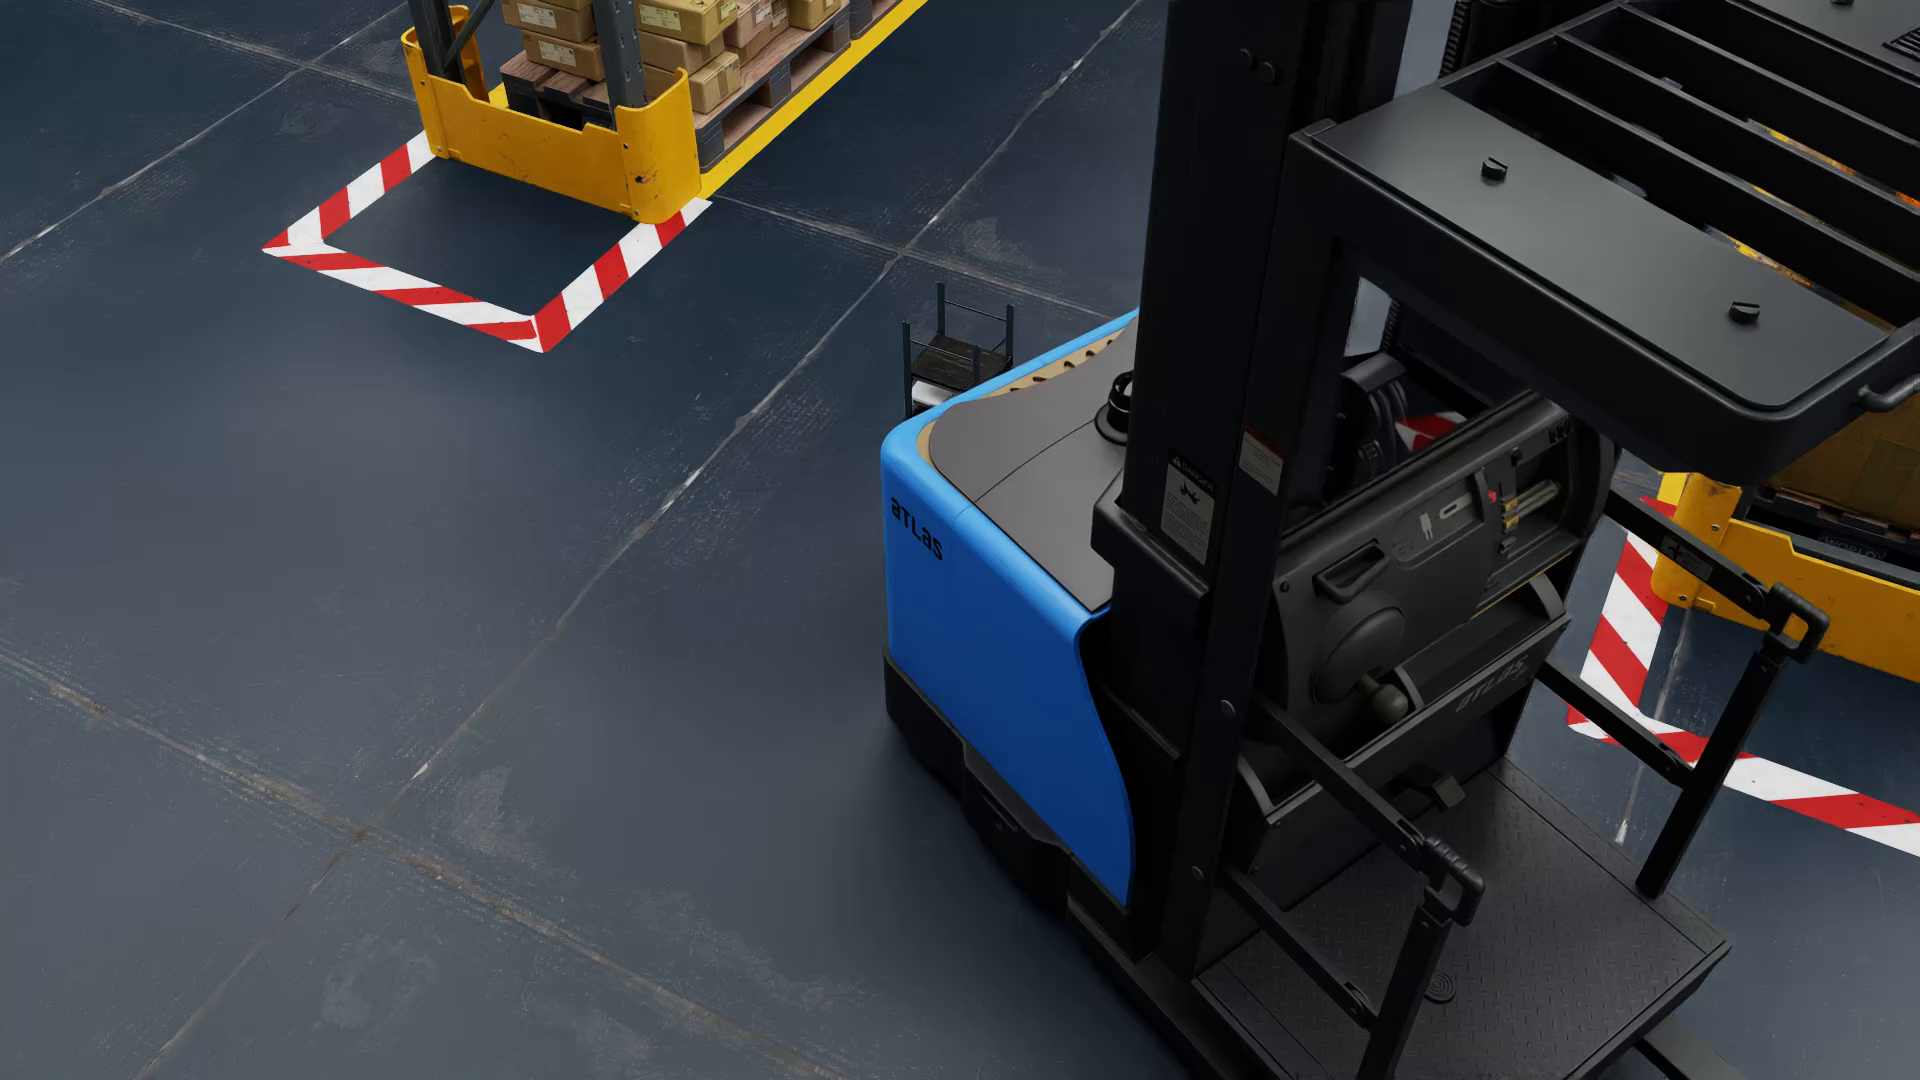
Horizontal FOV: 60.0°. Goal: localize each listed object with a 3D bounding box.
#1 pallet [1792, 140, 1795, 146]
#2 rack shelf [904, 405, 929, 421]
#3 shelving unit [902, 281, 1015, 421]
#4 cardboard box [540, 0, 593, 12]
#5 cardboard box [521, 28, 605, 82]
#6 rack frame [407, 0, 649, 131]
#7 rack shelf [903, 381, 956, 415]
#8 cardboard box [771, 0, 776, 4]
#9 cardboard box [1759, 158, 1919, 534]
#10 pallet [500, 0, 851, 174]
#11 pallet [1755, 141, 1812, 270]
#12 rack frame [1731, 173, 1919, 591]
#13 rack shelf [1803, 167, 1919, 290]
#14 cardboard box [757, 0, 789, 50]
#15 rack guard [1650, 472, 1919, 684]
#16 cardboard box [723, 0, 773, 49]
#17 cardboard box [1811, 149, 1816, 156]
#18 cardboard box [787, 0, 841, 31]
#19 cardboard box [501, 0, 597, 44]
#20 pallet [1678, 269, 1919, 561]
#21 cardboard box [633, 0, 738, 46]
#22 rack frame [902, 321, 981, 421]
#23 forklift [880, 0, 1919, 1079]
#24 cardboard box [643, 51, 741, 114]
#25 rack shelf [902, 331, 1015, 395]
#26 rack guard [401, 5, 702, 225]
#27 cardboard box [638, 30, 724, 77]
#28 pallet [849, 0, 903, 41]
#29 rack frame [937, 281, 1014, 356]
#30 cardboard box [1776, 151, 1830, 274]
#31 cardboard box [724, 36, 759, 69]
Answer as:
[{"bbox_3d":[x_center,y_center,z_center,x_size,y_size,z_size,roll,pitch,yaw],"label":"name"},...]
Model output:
[{"bbox_3d":[4.140,-1.901,6.981,1.003,0.211,1.213,20,49,19],"label":"pallet"},{"bbox_3d":[-0.004,-0.351,4.885,0.258,0.077,0.200,20,49,19],"label":"rack shelf"},{"bbox_3d":[-0.004,-0.311,4.925,0.258,0.900,0.210,20,49,19],"label":"shelving unit"},{"bbox_3d":[-1.619,-2.288,6.693,0.380,0.149,0.250,21,49,19],"label":"cardboard box"},{"bbox_3d":[-1.581,-2.062,6.888,0.380,0.149,0.250,21,49,20],"label":"cardboard box"},{"bbox_3d":[-1.640,-2.516,5.628,1.000,3.000,0.127,20,49,19],"label":"rack frame"},{"bbox_3d":[-0.004,-0.414,4.821,0.258,0.077,0.200,20,49,19],"label":"rack shelf"},{"bbox_3d":[-0.957,-2.349,6.962,0.380,0.149,0.250,21,49,20],"label":"cardboard box"},{"bbox_3d":[2.932,-0.645,4.977,0.875,0.875,0.875,20,49,19],"label":"cardboard box"},{"bbox_3d":[-1.197,-2.084,7.161,1.003,0.211,1.213,20,49,19],"label":"pallet"},{"bbox_3d":[3.575,-1.130,6.218,1.003,0.211,1.213,20,49,19],"label":"pallet"},{"bbox_3d":[2.706,-0.815,3.946,1.000,3.000,0.127,20,49,19],"label":"rack frame"},{"bbox_3d":[3.634,-1.822,5.447,1.077,0.370,4.000,20,49,19],"label":"rack shelf"},{"bbox_3d":[-0.955,-2.236,7.061,0.380,0.149,0.250,21,49,19],"label":"cardboard box"},{"bbox_3d":[2.695,0.079,4.820,1.175,0.500,0.348,20,49,19],"label":"rack guard"},{"bbox_3d":[-0.993,-2.165,6.781,0.380,0.149,0.250,20,49,19],"label":"cardboard box"},{"bbox_3d":[3.768,-1.779,6.098,0.875,0.875,0.875,20,49,19],"label":"cardboard box"},{"bbox_3d":[-0.740,-2.361,7.184,0.380,0.149,0.250,21,49,20],"label":"cardboard box"},{"bbox_3d":[-1.648,-2.193,6.808,0.380,0.149,0.250,19,48,18],"label":"cardboard box"},{"bbox_3d":[3.008,-0.364,5.461,1.003,0.211,1.213,20,49,19],"label":"pallet"},{"bbox_3d":[-1.096,-2.088,6.496,0.380,0.149,0.250,18,48,17],"label":"cardboard box"},{"bbox_3d":[-0.051,-0.247,4.862,0.240,0.900,0.006,20,49,19],"label":"rack frame"},{"bbox_3d":[1.073,0.105,3.086,1.130,2.935,3.031,-28,52,-25],"label":"forklift"},{"bbox_3d":[-1.114,-1.886,6.714,0.380,0.149,0.250,21,49,20],"label":"cardboard box"},{"bbox_3d":[-0.004,-0.478,4.757,0.258,0.077,0.200,20,49,19],"label":"rack shelf"},{"bbox_3d":[-1.605,-1.685,6.564,1.175,0.500,0.348,20,49,19],"label":"rack guard"},{"bbox_3d":[-1.170,-2.011,6.629,0.380,0.149,0.250,22,49,21],"label":"cardboard box"},{"bbox_3d":[-0.629,-2.849,7.918,1.003,0.211,1.213,20,49,19],"label":"pallet"},{"bbox_3d":[0.043,-0.375,4.988,0.240,0.900,0.006,20,49,19],"label":"rack frame"},{"bbox_3d":[3.355,-1.218,5.544,0.875,0.875,0.875,20,49,19],"label":"cardboard box"},{"bbox_3d":[-1.065,-2.078,6.904,0.380,0.149,0.250,20,49,19],"label":"cardboard box"}]
